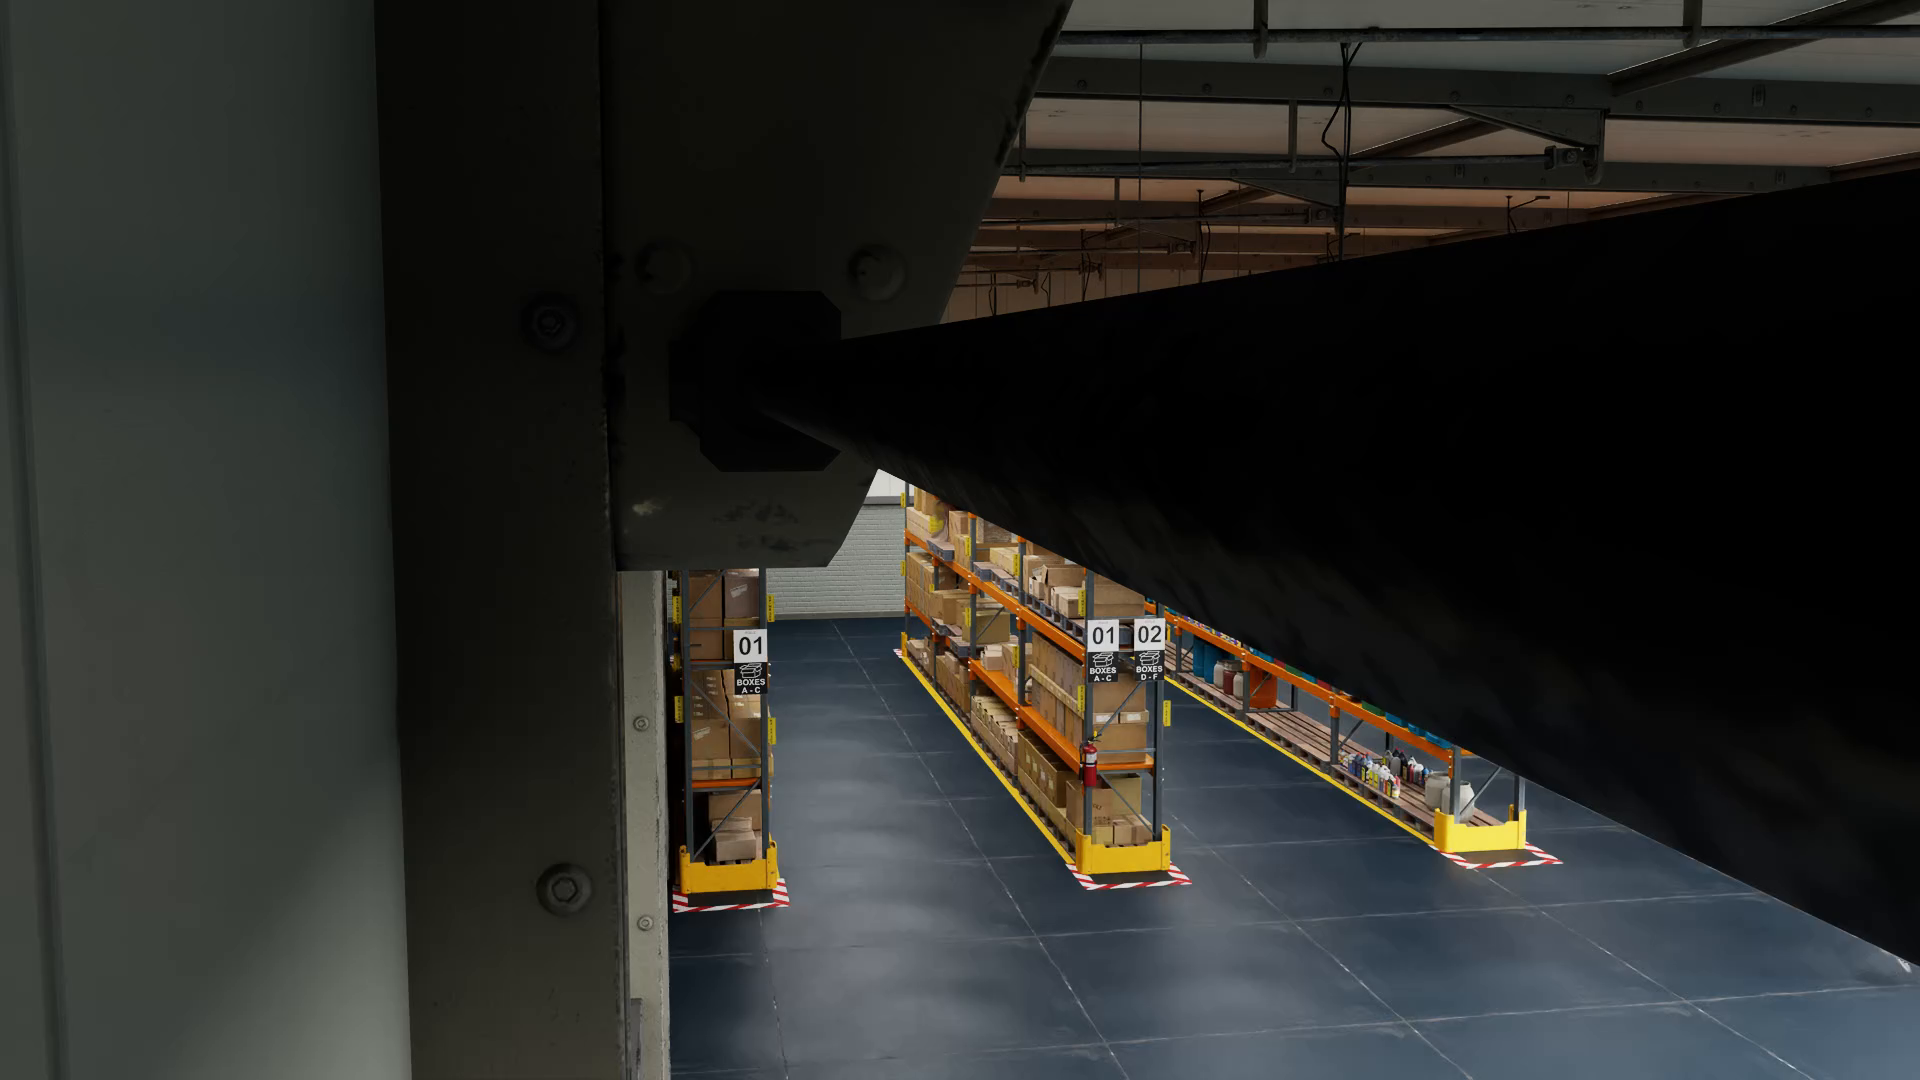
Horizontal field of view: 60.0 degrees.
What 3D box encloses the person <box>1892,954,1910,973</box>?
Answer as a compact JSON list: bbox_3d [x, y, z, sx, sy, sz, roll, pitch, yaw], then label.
[{"bbox_3d":[9.989,3.731,16.995,0.766,1.683,0.627,2,6,17],"label":"person"}]
